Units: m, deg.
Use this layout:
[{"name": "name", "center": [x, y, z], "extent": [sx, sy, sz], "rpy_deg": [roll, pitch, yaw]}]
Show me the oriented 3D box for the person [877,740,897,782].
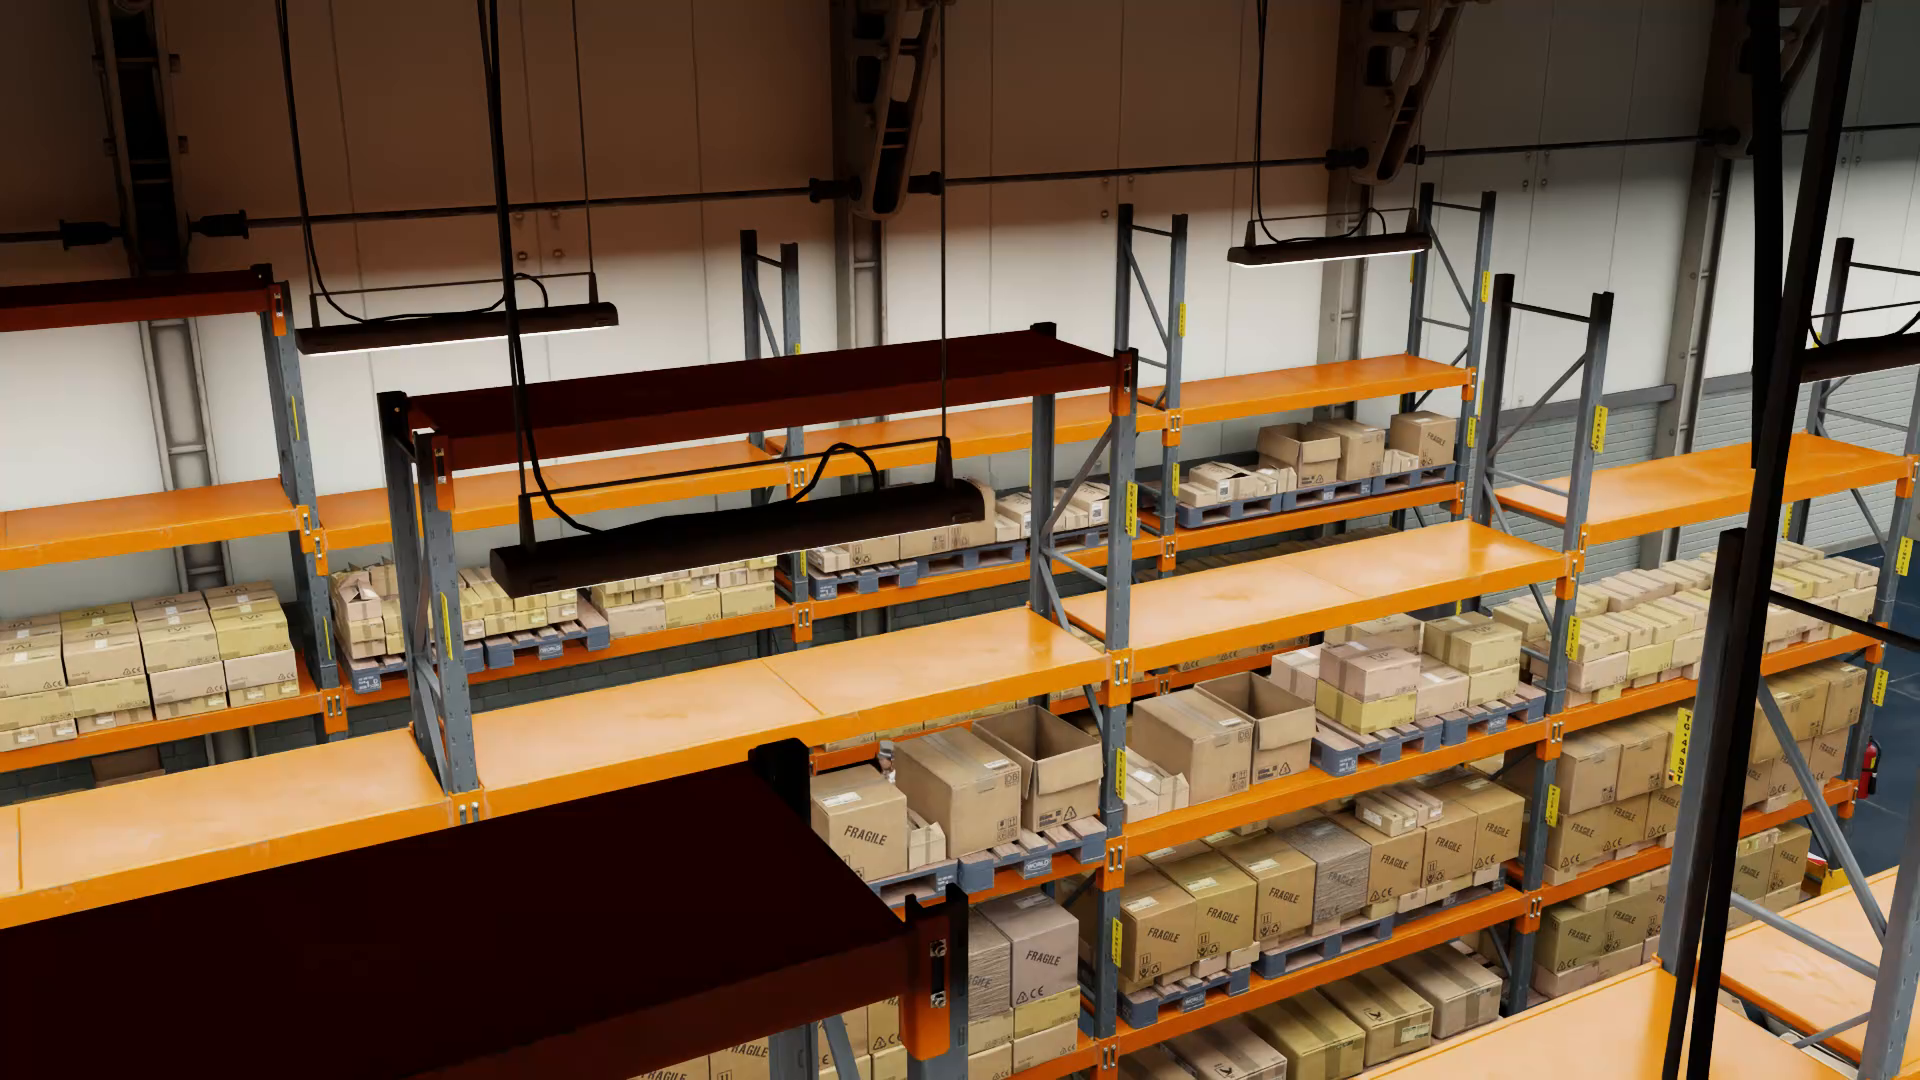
[{"name": "person", "center": [-0.555, 2.528, 14.756], "extent": [0.598, 1.582, 0.518], "rpy_deg": [-8, 20, -24]}]
